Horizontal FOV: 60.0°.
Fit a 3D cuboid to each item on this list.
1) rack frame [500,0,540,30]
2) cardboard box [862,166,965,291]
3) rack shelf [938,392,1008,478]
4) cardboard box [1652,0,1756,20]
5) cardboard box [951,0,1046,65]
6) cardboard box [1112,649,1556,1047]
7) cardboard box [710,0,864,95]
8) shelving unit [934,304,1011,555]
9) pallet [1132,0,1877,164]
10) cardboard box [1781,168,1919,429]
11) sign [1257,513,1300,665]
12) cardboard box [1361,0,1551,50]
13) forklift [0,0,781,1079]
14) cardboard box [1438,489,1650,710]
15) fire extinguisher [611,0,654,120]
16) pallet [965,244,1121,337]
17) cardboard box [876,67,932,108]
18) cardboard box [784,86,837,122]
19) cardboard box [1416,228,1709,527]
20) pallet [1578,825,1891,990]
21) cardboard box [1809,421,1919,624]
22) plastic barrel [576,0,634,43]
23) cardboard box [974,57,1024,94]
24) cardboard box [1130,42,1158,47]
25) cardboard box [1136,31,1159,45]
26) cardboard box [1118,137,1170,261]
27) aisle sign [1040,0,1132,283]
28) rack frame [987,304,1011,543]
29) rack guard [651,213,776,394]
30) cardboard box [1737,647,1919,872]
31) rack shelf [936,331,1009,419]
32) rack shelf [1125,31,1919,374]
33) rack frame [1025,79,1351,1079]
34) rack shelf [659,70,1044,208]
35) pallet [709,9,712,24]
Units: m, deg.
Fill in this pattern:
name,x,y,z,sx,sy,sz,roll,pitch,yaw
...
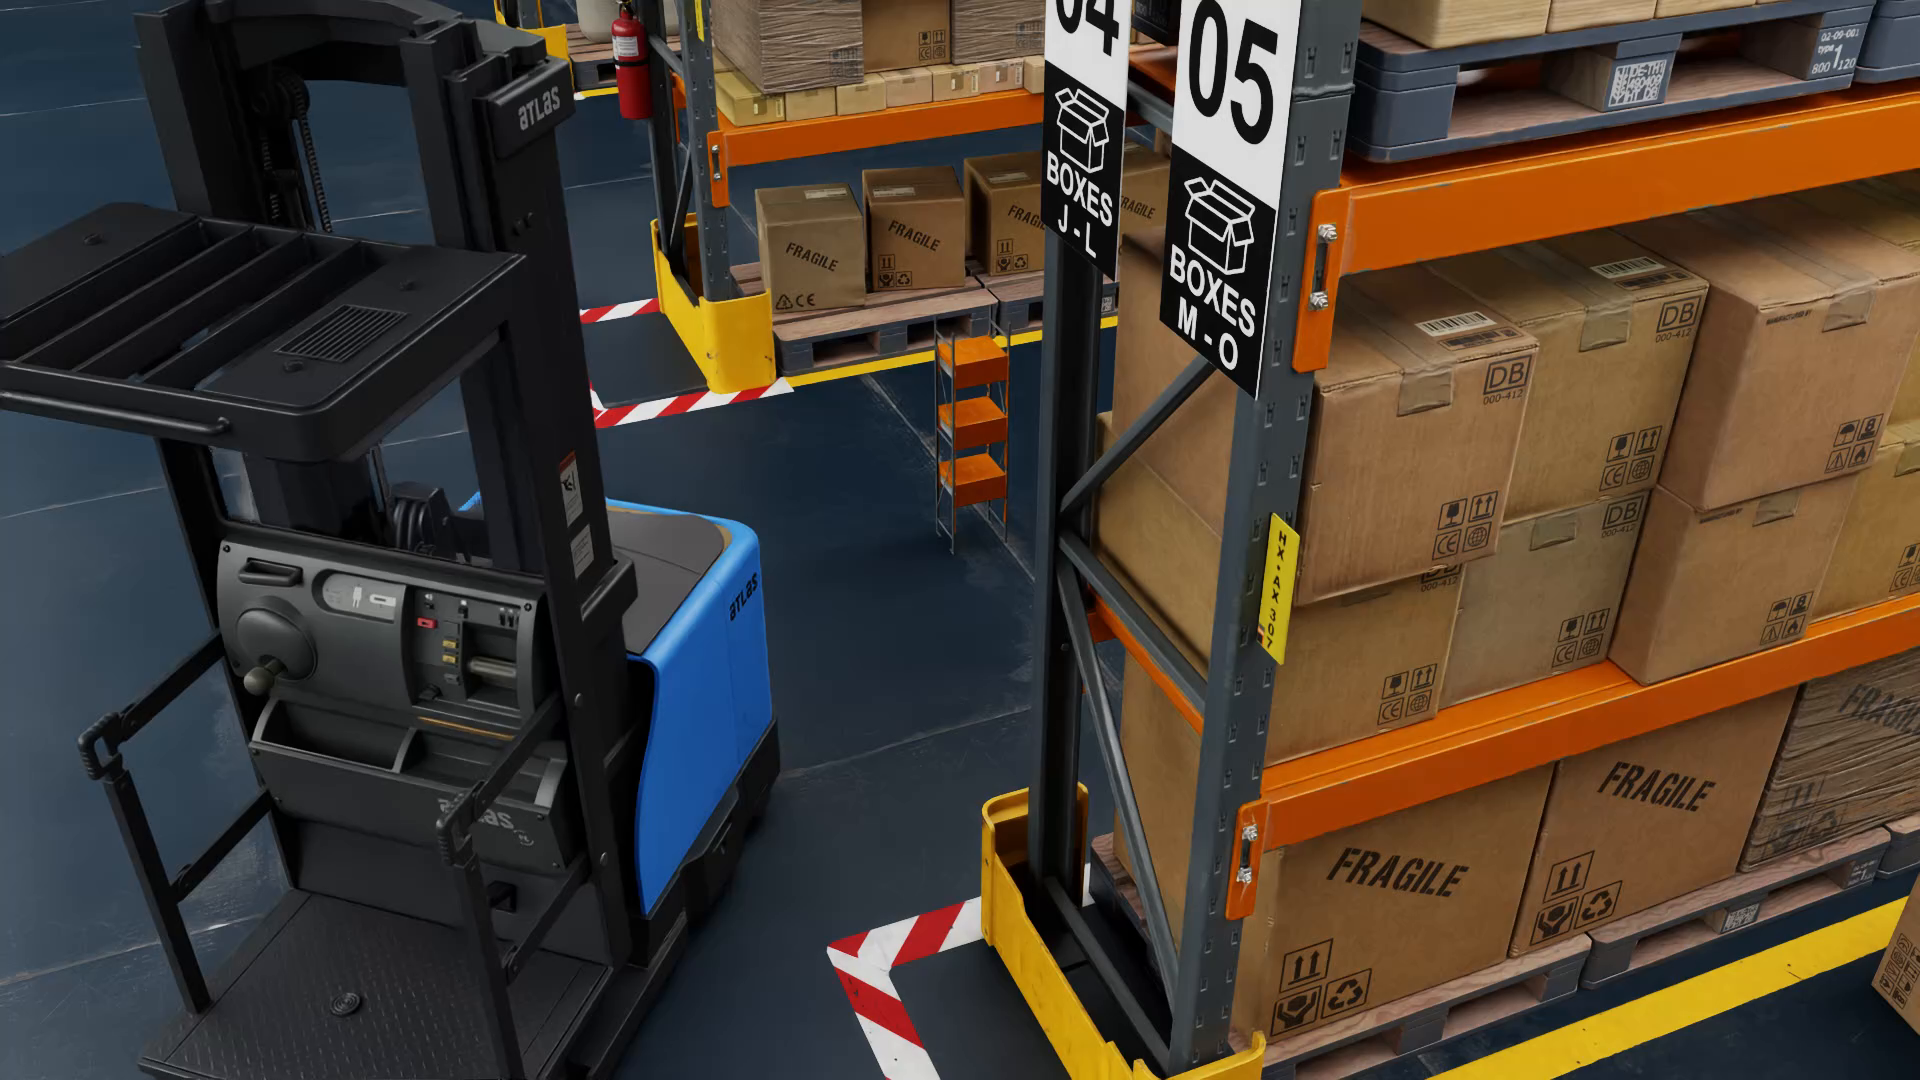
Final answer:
name,x,y,z,sx,sy,sz,roll,pitch,yaw
rack frame,-3.291,-4.786,11.855,0.127,3.000,1.000,-13,35,-19
cardboard box,-0.253,-1.690,9.004,0.500,0.500,0.500,-4,33,-6
rack shelf,0.049,-0.442,6.987,0.240,0.259,0.215,-13,35,-19
cardboard box,1.360,-1.167,3.297,0.250,0.149,0.380,-13,35,-19
cardboard box,0.037,-2.814,8.459,0.500,0.500,0.875,-13,35,-19
cardboard box,1.053,0.759,4.897,0.875,0.875,0.875,-13,35,-19
cardboard box,-0.855,-2.564,8.076,0.500,0.500,0.875,-13,35,-19
shelving unit,0.049,-0.451,6.981,0.252,1.050,0.215,-13,35,-19
pallet,1.134,-1.161,3.616,1.213,0.211,1.003,-13,35,-19
cardboard box,2.290,-0.744,4.515,0.500,0.550,0.875,-13,35,-19
sign,0.663,0.105,3.472,0.005,0.325,0.100,-13,35,-19
cardboard box,0.894,-1.061,3.133,0.250,0.149,0.380,-13,35,-19
forklift,-1.558,0.306,4.092,1.130,2.935,3.031,10,34,14
cardboard box,1.277,-0.071,4.471,0.550,0.550,0.875,-13,35,-19
fire extinguisher,-1.657,-2.470,8.367,0.183,0.674,0.296,-13,35,-19
pallet,0.583,-1.551,9.441,1.213,0.211,1.003,-13,35,-19
cardboard box,-0.321,-2.282,8.236,0.250,0.149,0.380,-13,35,-19
cardboard box,-0.780,-2.173,8.070,0.250,0.149,0.380,-13,35,-19
cardboard box,1.282,-0.516,4.166,0.550,0.550,0.875,-13,35,-19
pallet,2.284,0.926,5.634,1.213,0.211,1.003,-13,35,-19
cardboard box,2.315,-0.258,4.759,0.500,0.550,0.875,-13,35,-19
plastic barrel,-2.713,-4.096,12.691,0.421,0.512,0.421,0,33,0
cardboard box,0.132,-2.397,8.414,0.250,0.149,0.380,-13,35,-19
cardboard box,0.842,-2.532,8.621,0.250,0.149,0.380,-13,35,-19
cardboard box,0.979,-2.998,8.743,0.500,0.500,0.875,-13,35,-19
cardboard box,0.863,-1.908,9.339,0.500,0.500,0.500,-16,36,-23
aisle sign,0.272,-1.005,3.661,0.004,0.787,0.394,-13,35,-19
rack frame,0.162,-0.477,7.021,0.008,1.050,0.200,-13,35,-19
rack guard,-1.303,-1.263,8.733,0.348,0.500,1.175,-13,35,-19
cardboard box,2.705,0.380,5.478,0.875,0.875,0.875,-13,35,-19
rack shelf,0.049,-0.680,6.832,0.240,0.259,0.215,-13,35,-19
rack shelf,2.298,-1.157,4.188,4.000,0.370,1.077,-13,35,-19
rack frame,0.454,0.221,4.161,0.127,3.000,1.000,-13,35,-19
rack shelf,0.471,-2.416,8.872,4.000,0.370,1.077,-13,35,-19
pallet,-1.364,-4.081,13.328,1.213,0.211,1.003,-13,35,-19
